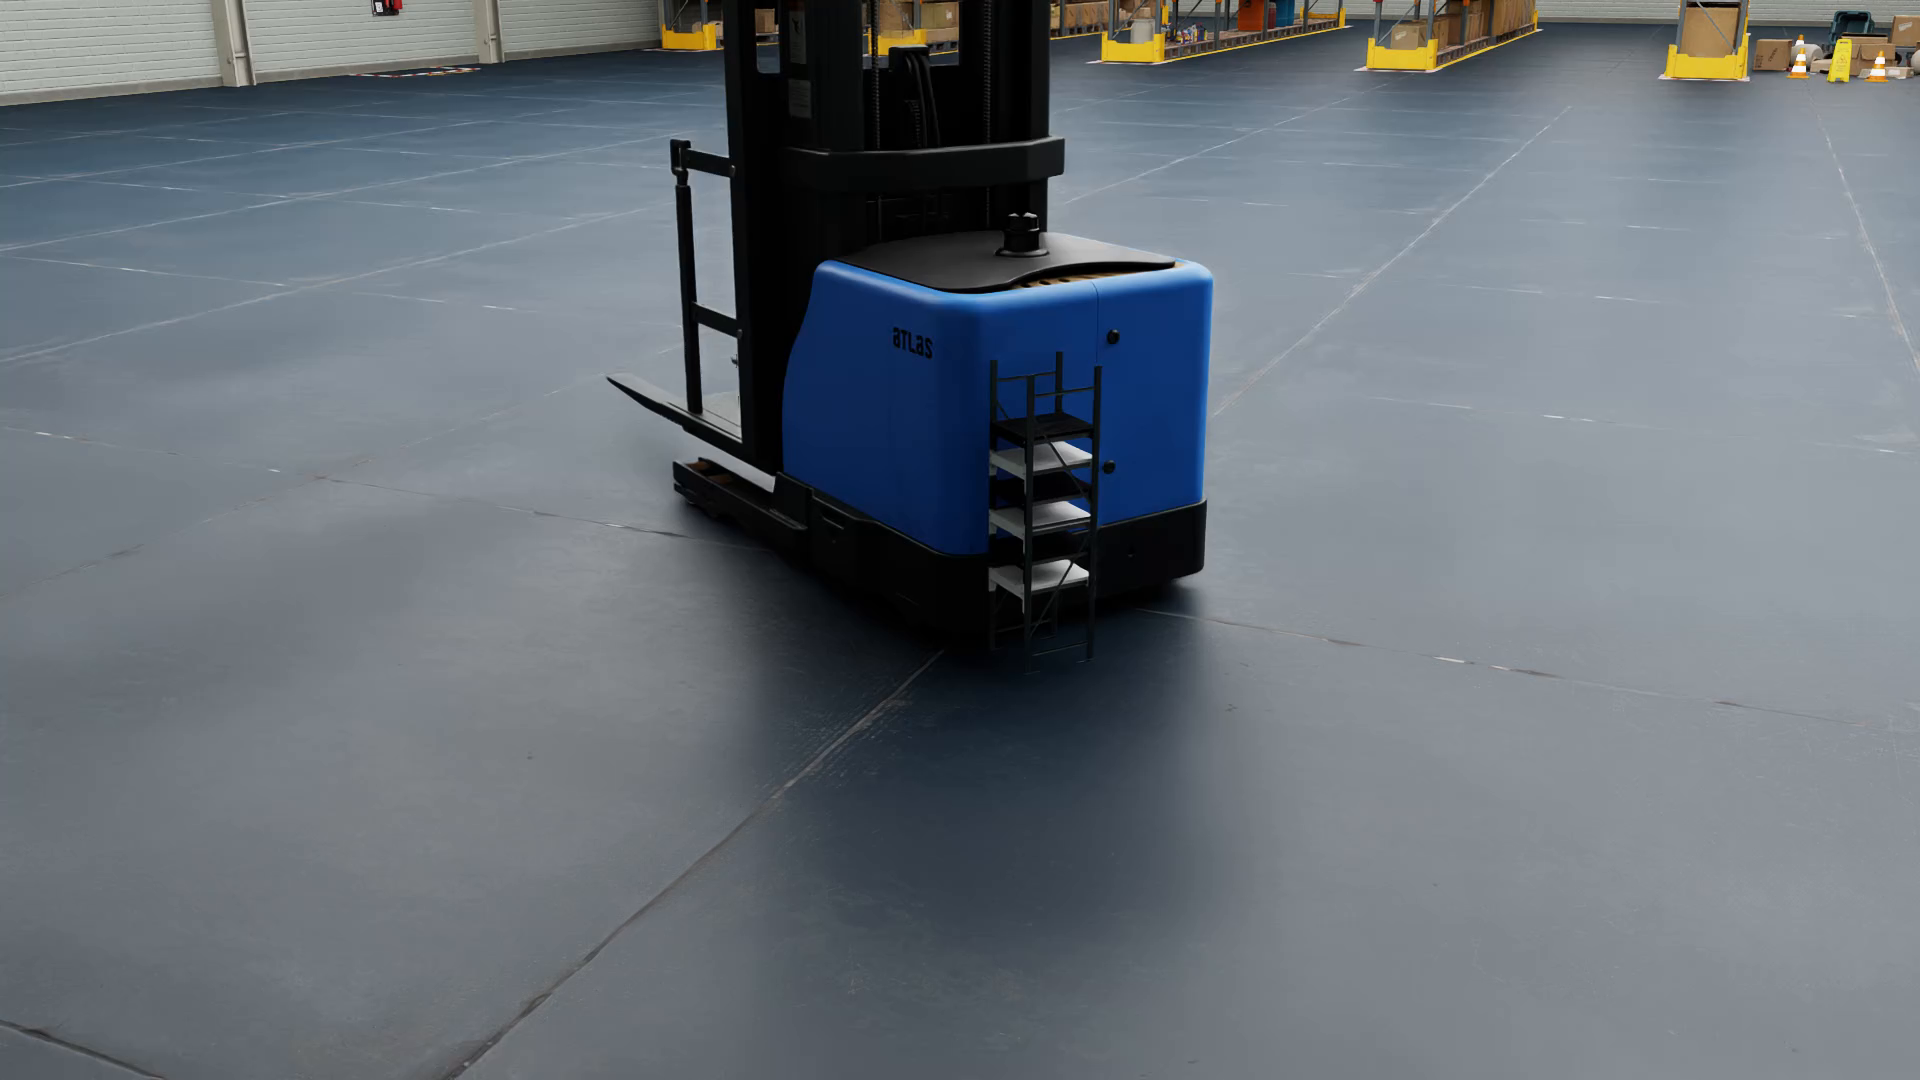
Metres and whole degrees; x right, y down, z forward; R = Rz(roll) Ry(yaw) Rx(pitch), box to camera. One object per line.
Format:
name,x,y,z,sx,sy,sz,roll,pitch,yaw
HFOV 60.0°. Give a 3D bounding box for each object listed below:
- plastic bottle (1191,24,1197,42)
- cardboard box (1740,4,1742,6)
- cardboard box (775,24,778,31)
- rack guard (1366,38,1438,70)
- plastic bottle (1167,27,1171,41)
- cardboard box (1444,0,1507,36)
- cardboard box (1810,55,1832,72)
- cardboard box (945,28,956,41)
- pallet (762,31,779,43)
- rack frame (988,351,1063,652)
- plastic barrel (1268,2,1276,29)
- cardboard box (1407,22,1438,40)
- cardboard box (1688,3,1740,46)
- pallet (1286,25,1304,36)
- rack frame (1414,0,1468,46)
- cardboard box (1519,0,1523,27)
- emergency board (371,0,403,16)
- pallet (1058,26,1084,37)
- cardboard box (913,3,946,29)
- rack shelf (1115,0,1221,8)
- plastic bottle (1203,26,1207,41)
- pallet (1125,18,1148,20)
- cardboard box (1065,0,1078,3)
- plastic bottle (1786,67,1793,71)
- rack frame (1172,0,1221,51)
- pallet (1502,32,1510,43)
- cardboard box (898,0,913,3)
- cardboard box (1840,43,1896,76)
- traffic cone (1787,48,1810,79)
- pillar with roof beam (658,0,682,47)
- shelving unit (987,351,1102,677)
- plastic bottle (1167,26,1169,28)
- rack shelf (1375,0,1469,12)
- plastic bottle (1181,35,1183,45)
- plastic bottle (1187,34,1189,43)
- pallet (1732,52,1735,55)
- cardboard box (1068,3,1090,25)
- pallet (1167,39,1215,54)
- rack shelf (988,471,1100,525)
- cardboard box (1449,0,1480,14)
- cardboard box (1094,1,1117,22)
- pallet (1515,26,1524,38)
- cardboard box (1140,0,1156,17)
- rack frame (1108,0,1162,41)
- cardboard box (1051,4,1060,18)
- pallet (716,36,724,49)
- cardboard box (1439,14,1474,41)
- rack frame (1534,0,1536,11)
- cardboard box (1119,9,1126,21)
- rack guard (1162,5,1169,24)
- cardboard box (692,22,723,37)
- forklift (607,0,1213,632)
plastic bottle,4.699,-10.232,33.560,0.144,0.351,0.185,8,21,22
cardboard box,14.865,-10.195,32.889,1.050,0.750,0.750,9,21,24
cardboard box,-4.319,-11.731,38.049,0.380,0.166,0.250,6,20,16
rack guard,7.823,-8.610,29.432,1.175,0.500,0.348,9,21,23
plastic bottle,4.253,-10.338,33.976,0.097,0.271,0.097,0,20,0
cardboard box,11.369,-11.615,36.695,1.225,0.875,0.875,8,21,20
cardboard box,14.890,-8.209,28.656,0.396,0.266,0.258,13,23,32
cardboard box,-0.415,-10.467,34.400,0.500,0.250,0.500,9,21,23
pallet,-4.370,-11.502,37.996,1.003,0.211,1.213,9,21,23
rack frame,0.192,-0.105,4.922,0.240,0.900,0.006,-10,22,-27
plastic barrel,7.196,-12.448,39.467,0.600,0.588,0.708,9,21,23
cardboard box,8.550,-9.349,30.885,0.500,0.500,0.500,11,22,28
cardboard box,13.226,-9.014,29.381,0.875,0.875,0.875,9,21,23
pallet,7.833,-12.568,40.994,1.003,0.211,1.213,9,21,23
rack frame,9.430,-10.987,32.386,1.000,3.000,0.127,9,21,23
cardboard box,13.049,-12.820,40.085,0.875,0.875,0.875,9,21,23
emergency board,-9.772,-9.551,28.350,0.194,1.169,0.643,9,21,23
pallet,2.372,-12.479,40.744,1.003,0.211,1.213,9,21,23
cardboard box,-0.619,-10.667,33.844,0.500,0.500,0.500,9,21,23
rack shelf,4.092,-10.716,32.699,1.077,0.370,4.000,9,21,23
plastic bottle,5.015,-10.402,34.138,0.061,0.283,0.133,10,22,25
pallet,4.450,-14.063,45.198,1.003,0.211,1.213,9,21,23
cardboard box,2.635,-13.602,41.695,0.500,0.250,0.500,8,21,22
plastic bottle,14.474,-8.145,28.781,0.283,0.061,0.133,1,20,4
rack frame,4.911,-11.667,34.297,1.000,3.000,0.127,9,21,23
pallet,11.960,-11.498,37.985,1.003,0.211,1.213,9,21,23
cardboard box,-1.704,-13.907,43.180,0.750,0.750,0.750,8,21,22
cardboard box,15.242,-8.113,28.029,0.797,0.503,0.637,-5,20,-15
traffic cone,13.788,-7.825,27.281,0.336,0.463,0.334,9,21,23
pillar with roof beam,-2.340,-14.372,32.950,9.100,9.000,0.400,9,21,23
shelving unit,0.241,-0.076,4.838,0.258,0.900,0.210,-10,22,-27
plastic bottle,4.273,-10.451,34.287,0.152,0.276,0.135,9,22,25
rack shelf,8.611,-10.037,30.788,1.077,0.370,4.000,9,21,23
plastic bottle,4.342,-9.876,32.781,0.097,0.201,0.097,0,20,0
plastic bottle,4.522,-10.010,33.158,0.097,0.201,0.097,0,20,0
pallet,13.530,-8.740,30.229,1.003,0.211,1.213,9,21,23
cardboard box,2.898,-13.013,41.157,0.500,0.500,0.500,8,21,22
pallet,4.598,-10.153,34.203,1.003,0.211,1.213,9,21,23
rack shelf,0.241,-0.129,4.819,0.258,0.077,0.200,-10,22,-27
cardboard box,10.613,-11.220,34.997,0.500,0.250,0.500,11,22,29
cardboard box,3.729,-13.632,42.898,0.500,0.500,0.500,8,21,22
pallet,13.088,-12.340,40.353,1.003,0.211,1.213,9,21,23
cardboard box,5.309,-14.845,46.309,0.500,0.500,0.500,9,21,23
rack frame,3.273,-10.444,30.859,1.000,3.000,0.127,9,21,23
cardboard box,2.042,-12.543,39.401,0.500,0.311,0.500,9,22,24
pallet,-5.369,-10.756,35.898,1.003,0.211,1.213,9,21,23
cardboard box,10.142,-10.516,34.135,0.700,0.500,0.500,7,21,18
rack frame,14.344,-14.655,42.701,1.000,3.000,0.127,9,21,23
cardboard box,4.039,-13.832,43.742,0.500,0.311,0.500,9,21,23
rack guard,5.276,-14.815,46.880,1.175,0.500,0.348,9,21,23
cardboard box,-5.400,-10.943,35.618,0.500,0.311,0.500,6,20,17
forklift,-0.436,-1.542,5.929,1.130,2.935,3.031,-13,23,-32
